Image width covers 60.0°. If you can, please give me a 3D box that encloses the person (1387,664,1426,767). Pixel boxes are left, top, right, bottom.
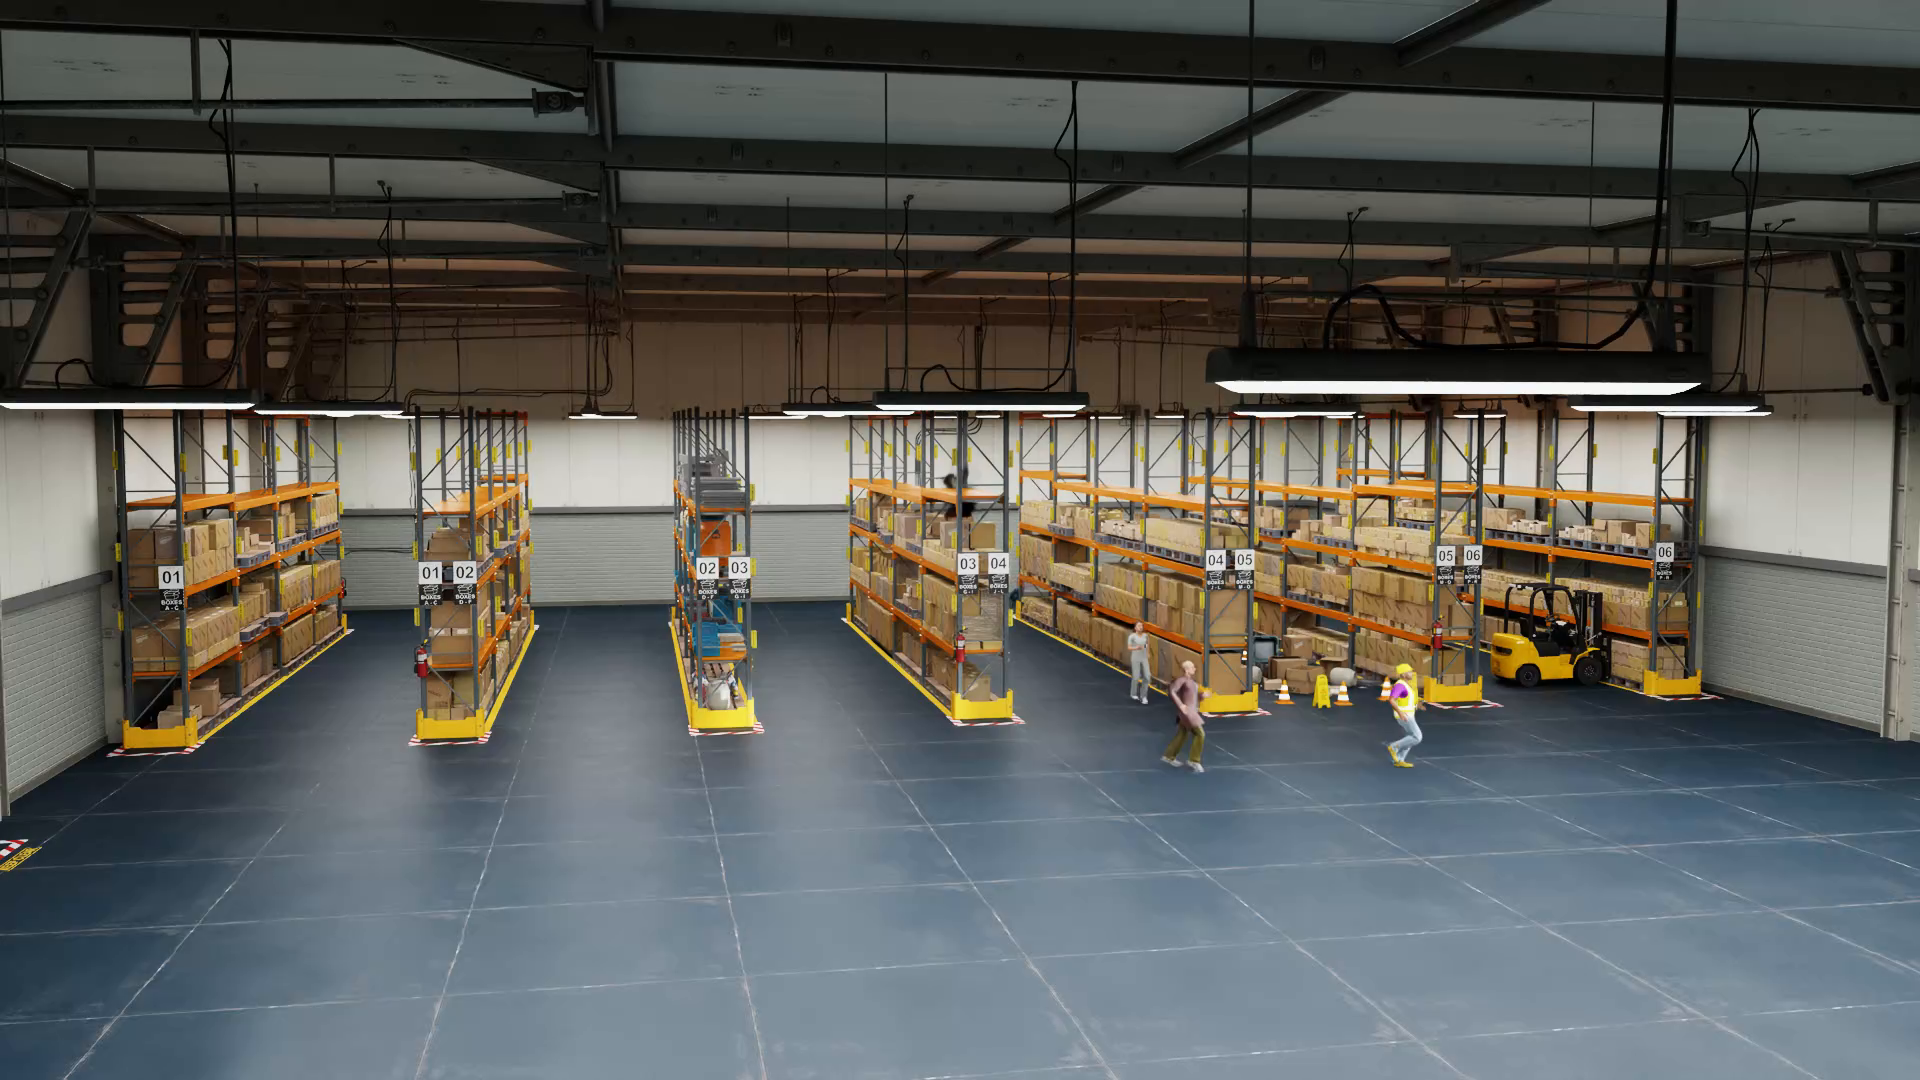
[{"bbox_3d":[7.389,2.904,27.503,0.579,1.716,0.707,2,4,22],"label":"person"}]

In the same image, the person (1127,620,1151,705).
[{"bbox_3d":[3.658,2.484,33.845,0.544,1.704,0.691,-1,4,-13],"label":"person"}]

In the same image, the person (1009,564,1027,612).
[{"bbox_3d":[1.774,1.426,49.969,0.589,1.529,0.664,0,4,4],"label":"person"}]

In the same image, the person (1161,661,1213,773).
[{"bbox_3d":[3.722,2.904,27.287,0.857,1.850,0.684,1,4,14],"label":"person"}]

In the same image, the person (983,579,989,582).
[{"bbox_3d":[0.572,1.509,47.623,0.576,1.649,0.796,1,4,7],"label":"person"}]
